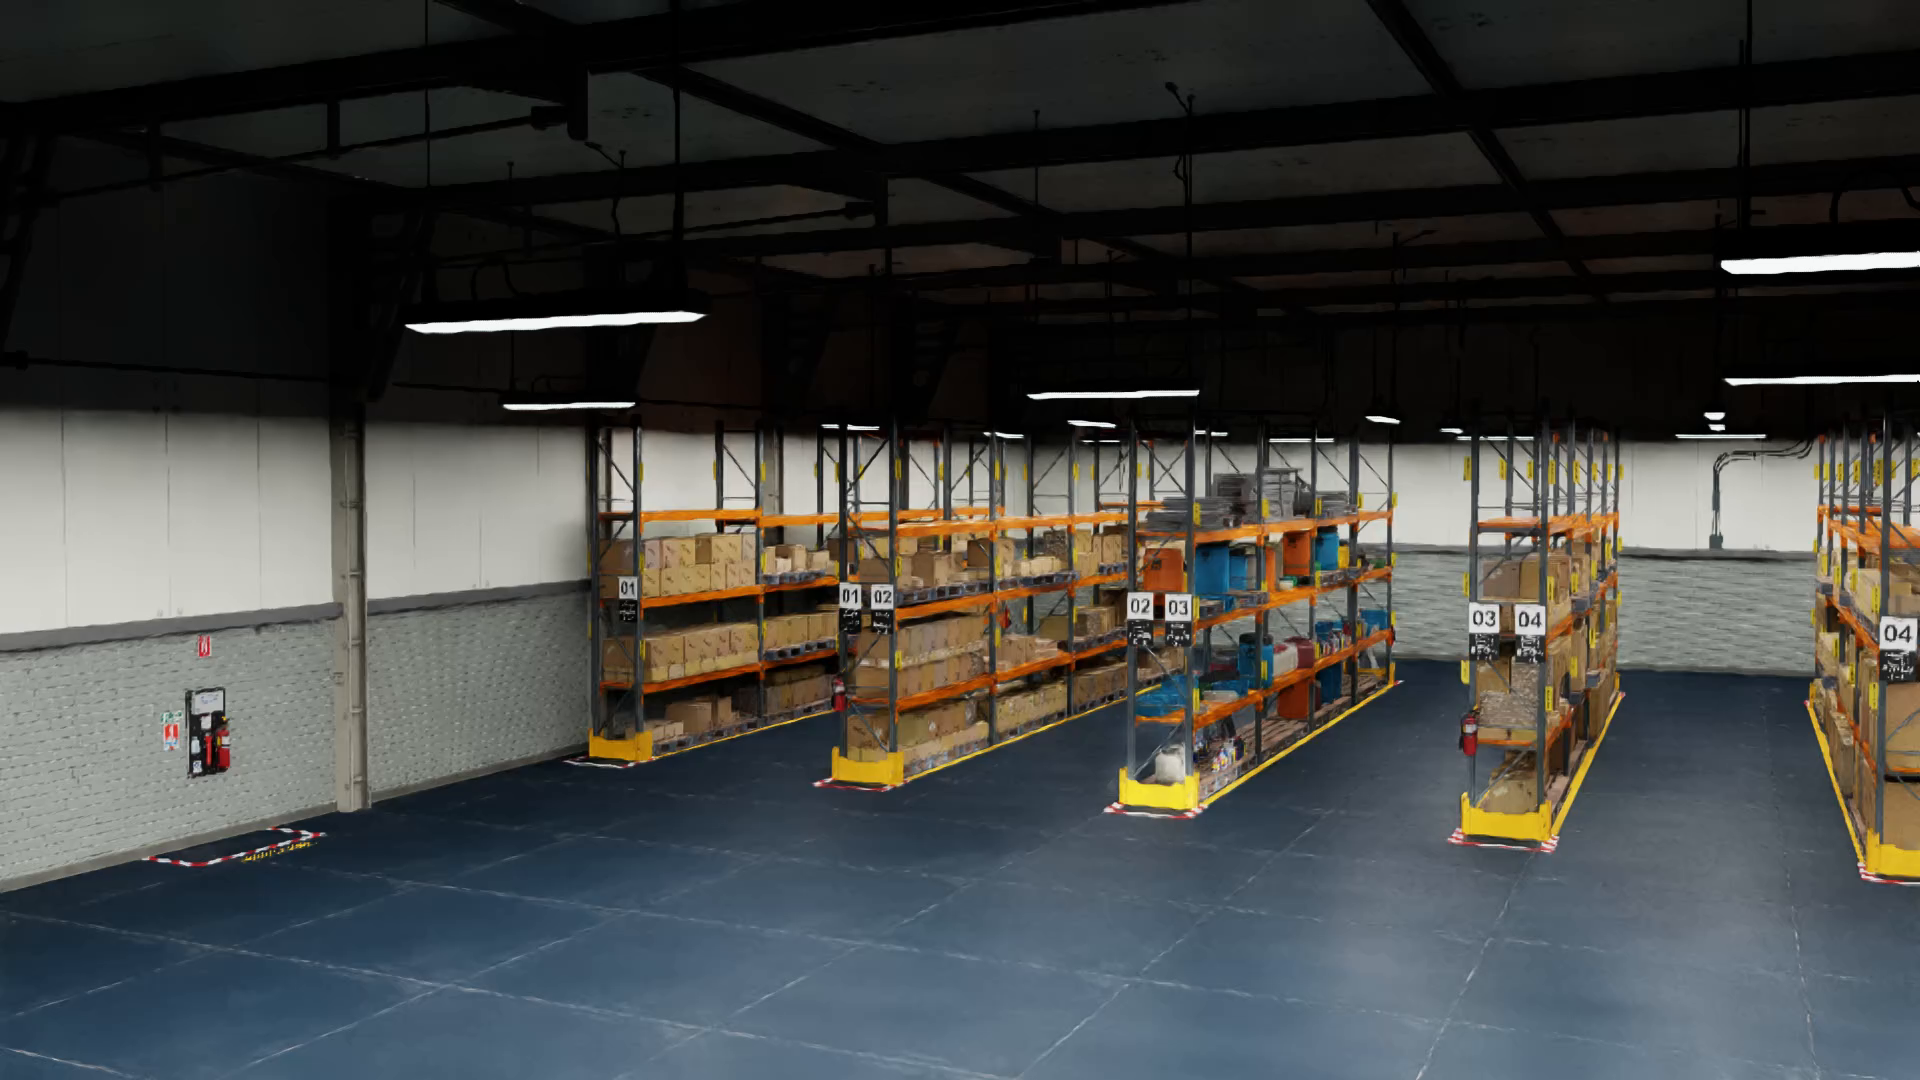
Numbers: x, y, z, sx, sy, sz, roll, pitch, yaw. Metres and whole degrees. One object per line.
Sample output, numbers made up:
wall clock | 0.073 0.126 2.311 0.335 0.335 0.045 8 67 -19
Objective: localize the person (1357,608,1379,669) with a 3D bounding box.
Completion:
person | 9.944 2.497 40.789 0.701 1.664 0.484 0 2 -3

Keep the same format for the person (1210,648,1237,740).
person | 4.703 2.757 29.659 0.476 1.659 0.543 0 2 5
